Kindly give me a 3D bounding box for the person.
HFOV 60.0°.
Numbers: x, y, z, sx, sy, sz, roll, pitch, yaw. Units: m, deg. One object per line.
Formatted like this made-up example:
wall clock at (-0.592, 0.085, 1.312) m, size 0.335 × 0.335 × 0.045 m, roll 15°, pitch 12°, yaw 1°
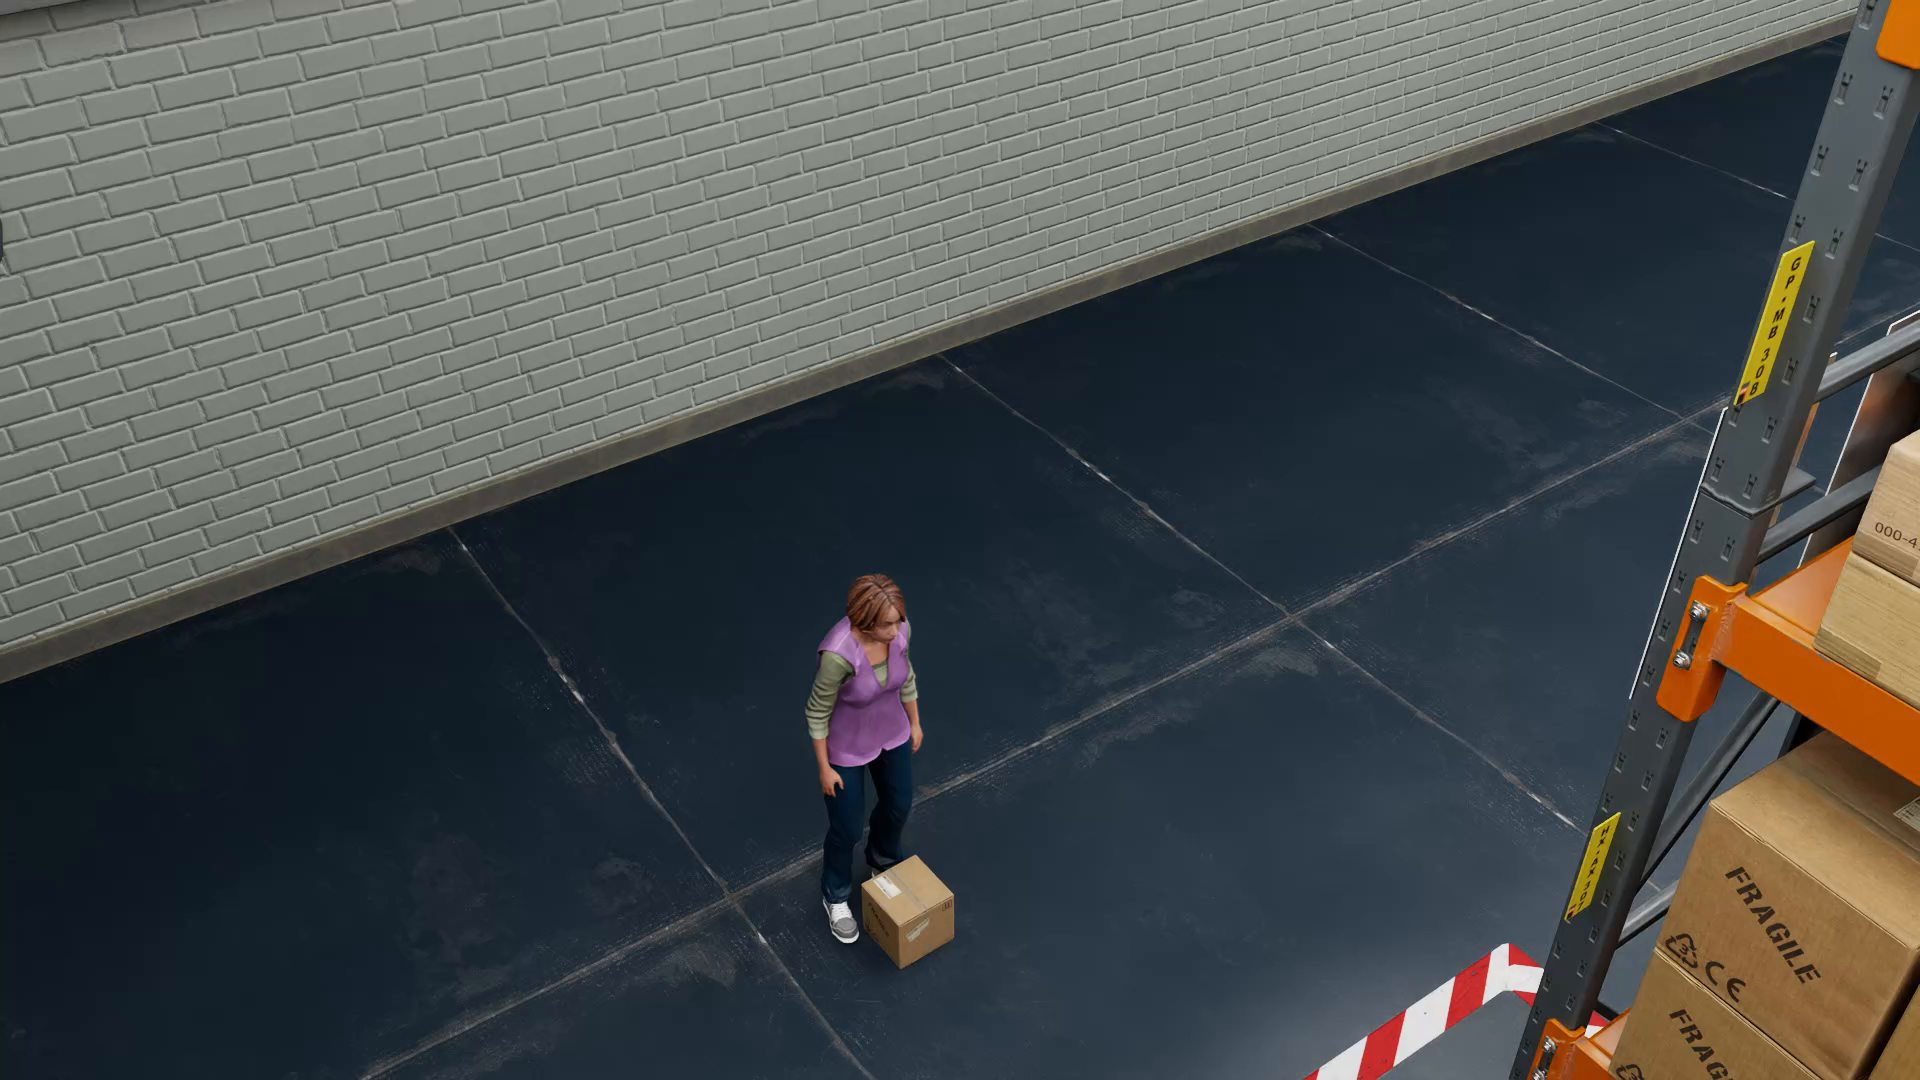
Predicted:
person at (-0.338, 0.749, 6.011) m, size 0.480 × 1.591 × 0.347 m, roll -26°, pitch 44°, yaw -30°
